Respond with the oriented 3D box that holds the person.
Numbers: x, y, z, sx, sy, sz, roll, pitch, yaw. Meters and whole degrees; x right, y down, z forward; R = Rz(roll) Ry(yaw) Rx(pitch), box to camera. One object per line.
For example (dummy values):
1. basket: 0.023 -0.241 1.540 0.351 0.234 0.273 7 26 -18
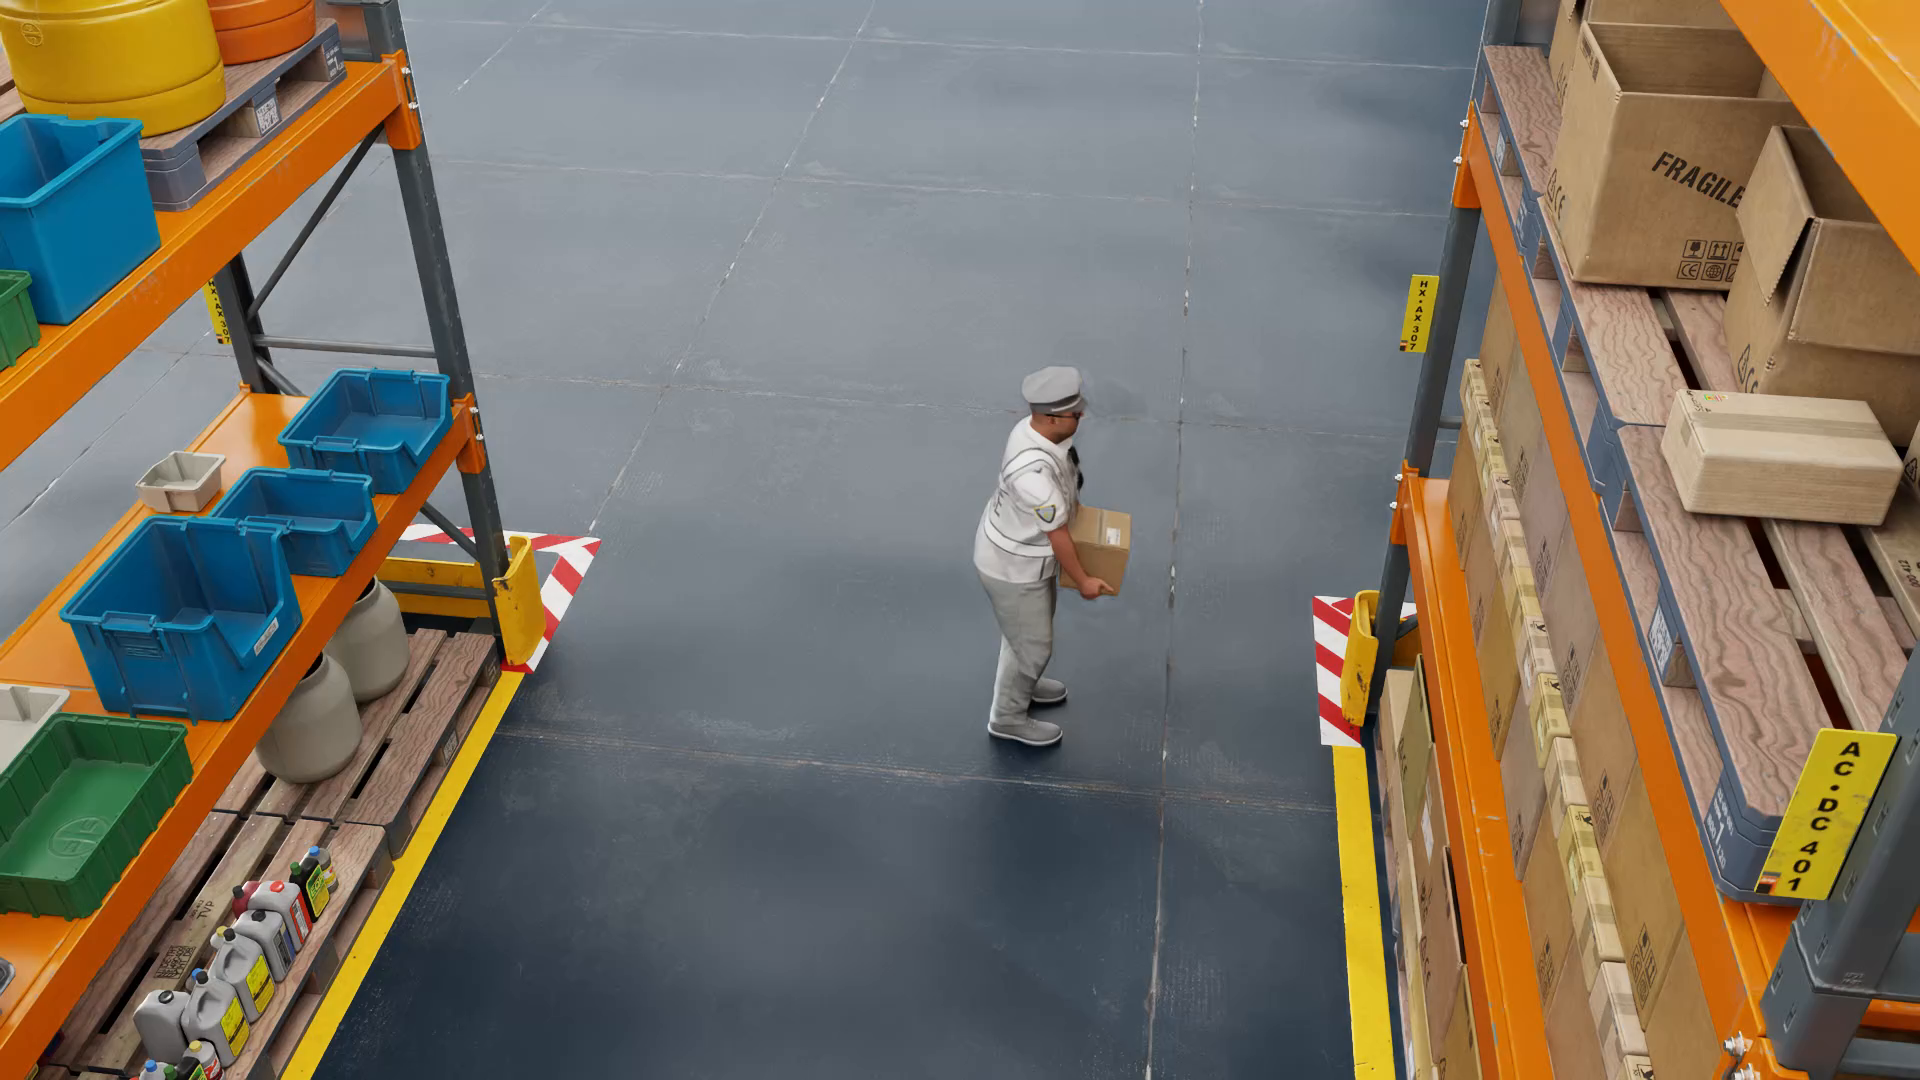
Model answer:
1. person: 0.354 0.072 6.948 0.589 1.747 0.487 4 36 5
